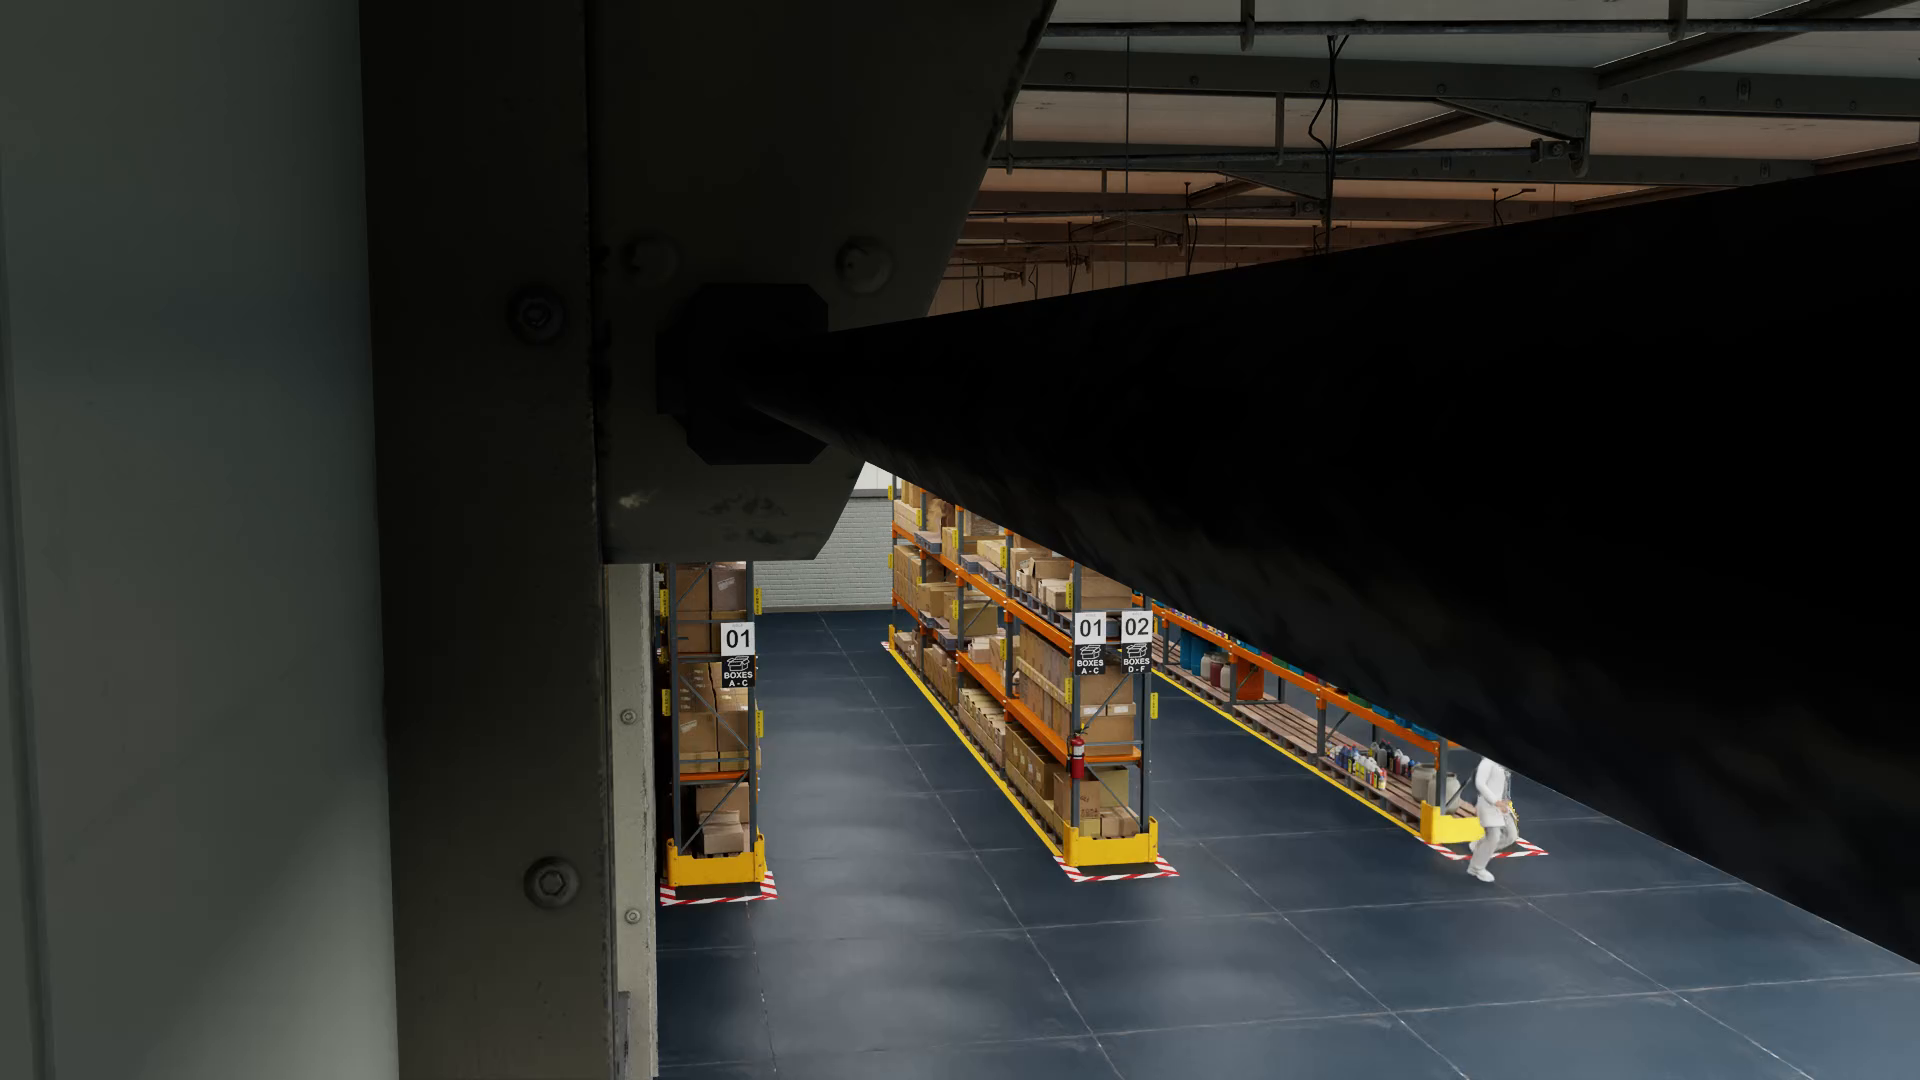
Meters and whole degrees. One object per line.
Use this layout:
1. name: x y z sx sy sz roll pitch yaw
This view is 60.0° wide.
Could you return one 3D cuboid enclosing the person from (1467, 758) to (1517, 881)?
1. person: 6.582 3.274 20.477 0.563 1.716 0.770 5 8 39
